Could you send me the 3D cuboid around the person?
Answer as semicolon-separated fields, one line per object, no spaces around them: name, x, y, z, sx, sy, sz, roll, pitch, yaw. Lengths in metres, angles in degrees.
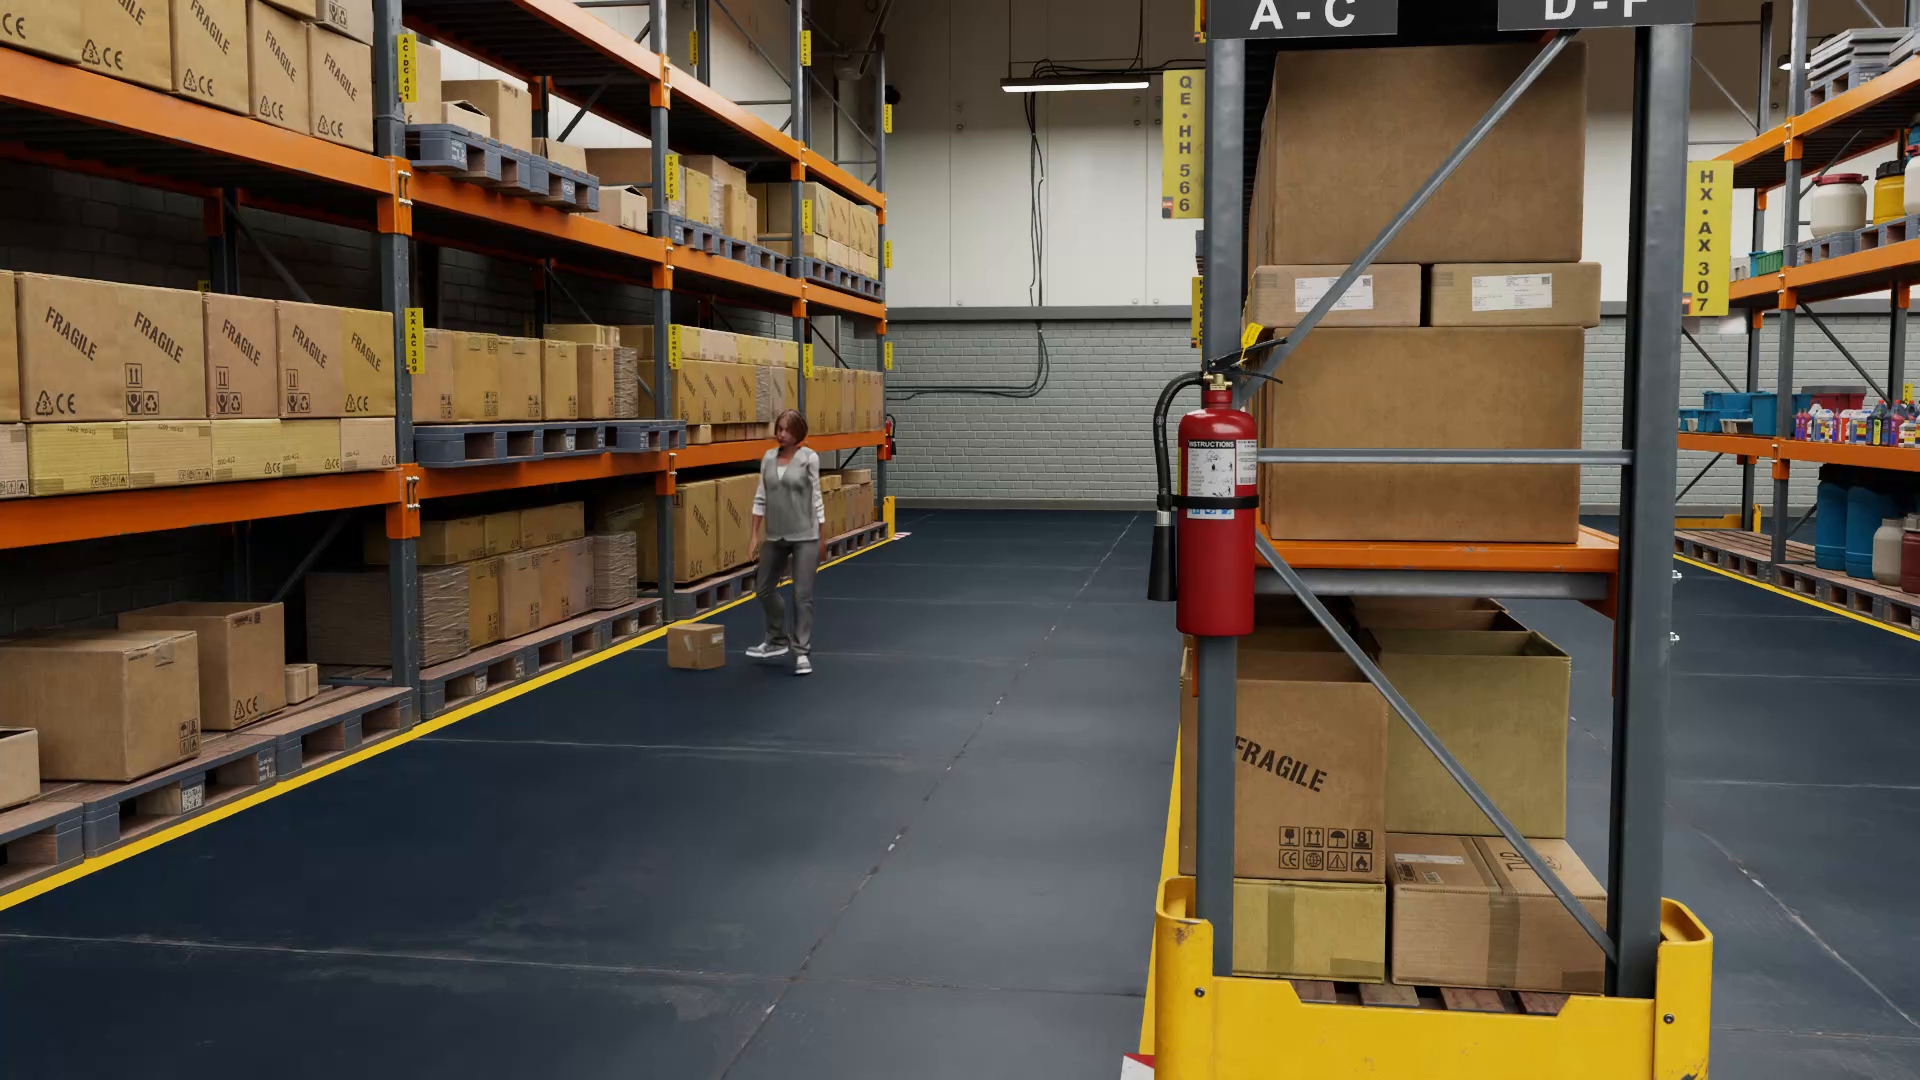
person;-1.098;0.001;10.111;0.598;1.592;0.458;2;5;21
